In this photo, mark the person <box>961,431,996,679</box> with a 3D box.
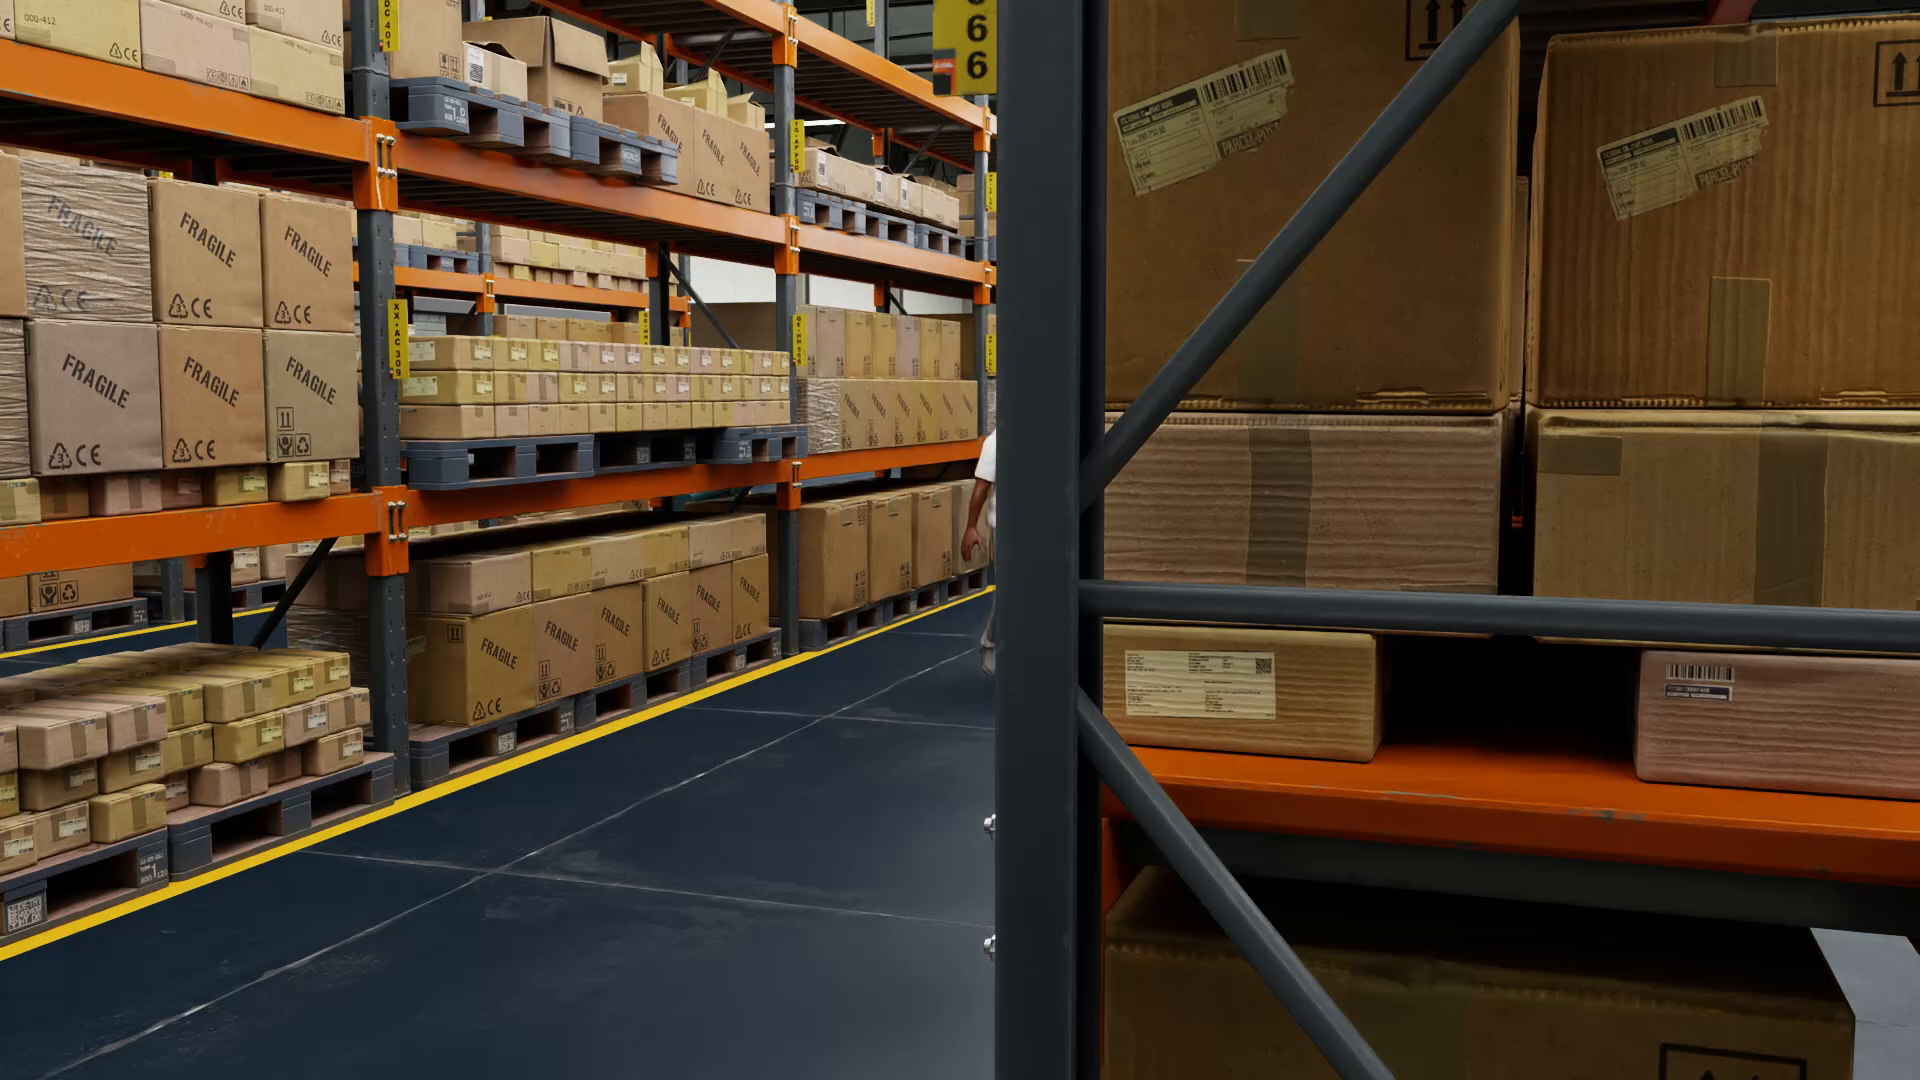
[{"bbox_3d":[0.337,-0.040,9.645,0.705,1.758,0.459,-2,6,-24],"label":"person"}]
